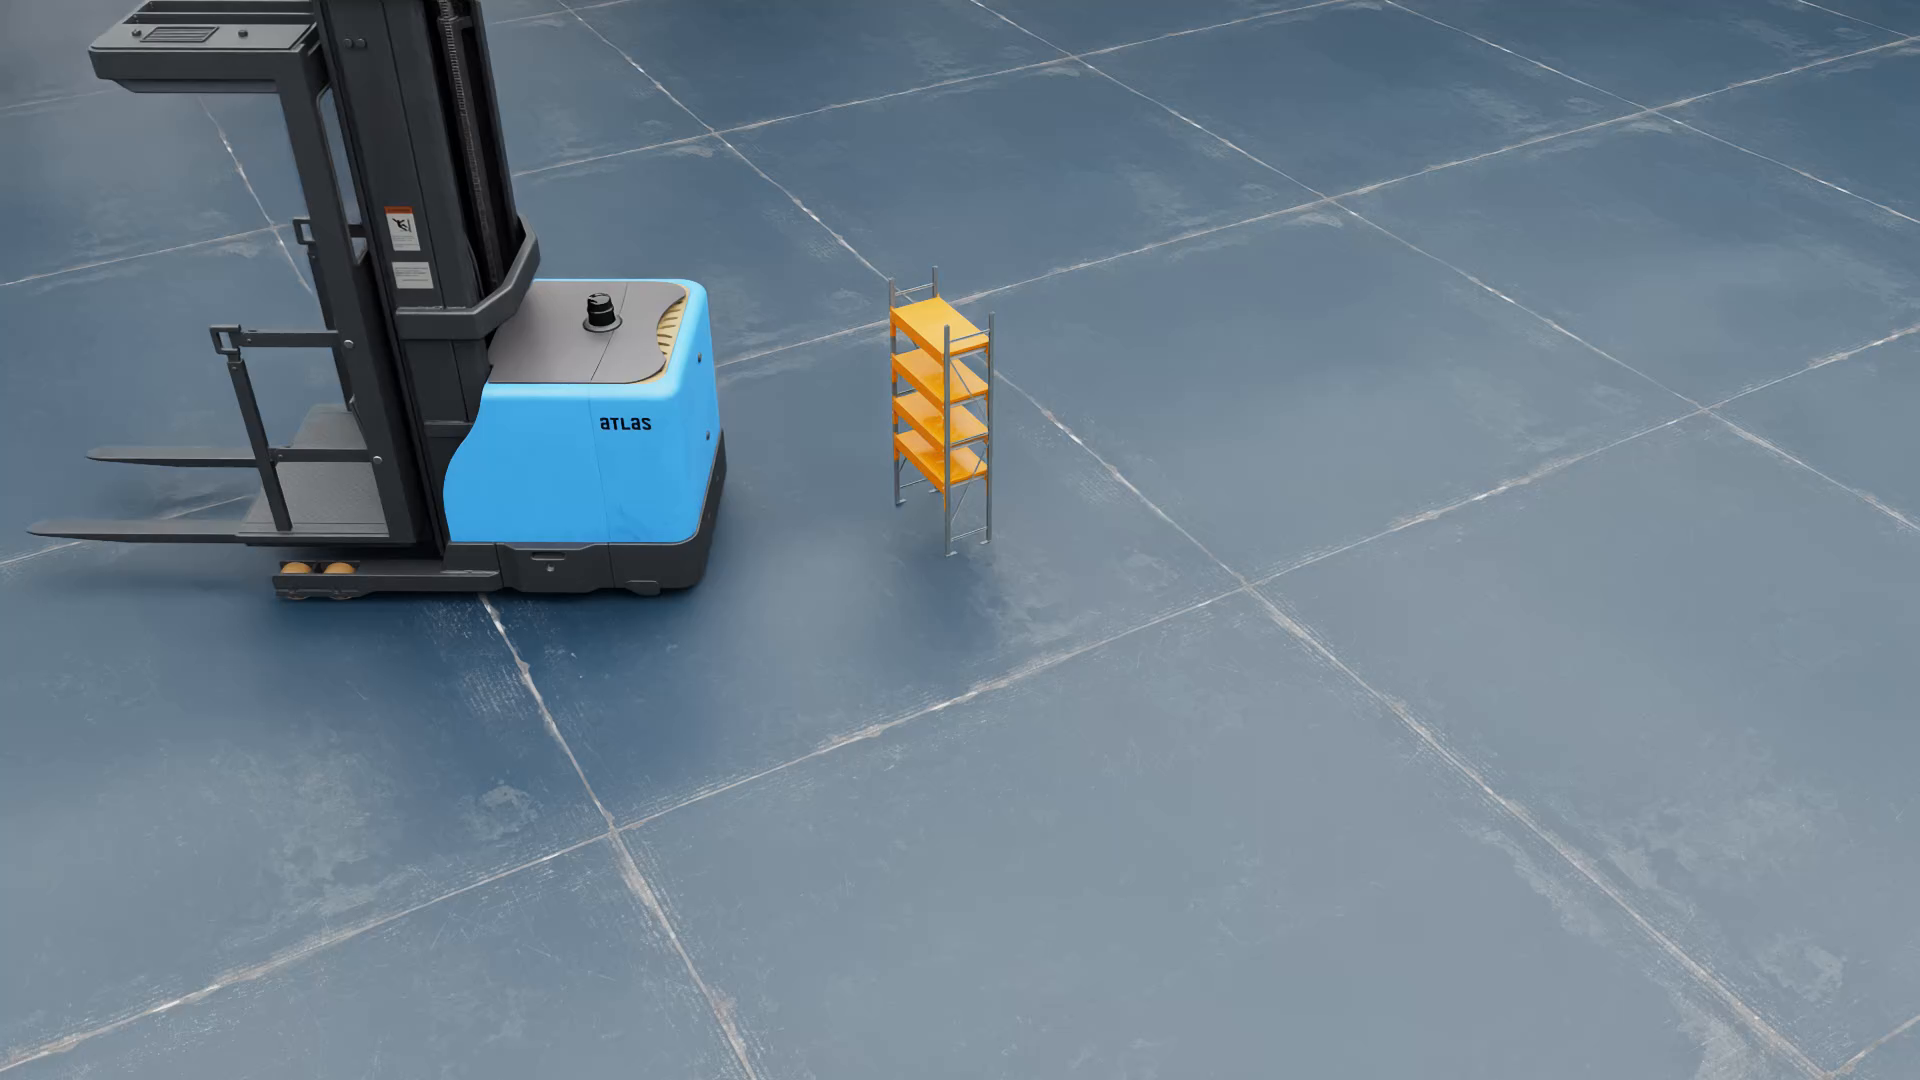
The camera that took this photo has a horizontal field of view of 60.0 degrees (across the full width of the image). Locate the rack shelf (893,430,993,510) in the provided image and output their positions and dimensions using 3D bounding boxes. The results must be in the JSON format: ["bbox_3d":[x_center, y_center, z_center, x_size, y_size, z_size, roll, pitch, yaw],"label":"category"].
[{"bbox_3d":[-0.083,-0.354,7.668,0.258,0.148,0.480,-19,40,-24],"label":"rack shelf"}]

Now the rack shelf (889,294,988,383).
[{"bbox_3d":[-0.083,-0.886,7.280,0.258,0.148,0.480,-19,40,-24],"label":"rack shelf"}]

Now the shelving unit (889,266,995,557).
[{"bbox_3d":[-0.083,-0.569,7.512,0.258,1.200,0.503,-19,40,-24],"label":"shelving unit"}]

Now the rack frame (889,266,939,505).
[{"bbox_3d":[-0.206,-0.693,7.682,0.240,1.200,0.015,-19,40,-24],"label":"rack frame"}]

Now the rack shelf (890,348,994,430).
[{"bbox_3d":[-0.083,-0.695,7.419,0.258,0.148,0.480,-19,40,-24],"label":"rack shelf"}]

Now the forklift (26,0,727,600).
[{"bbox_3d":[-2.654,-1.229,6.948,3.031,2.935,1.130,0,36,0],"label":"forklift"}]

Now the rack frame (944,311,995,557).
[{"bbox_3d":[0.039,-0.445,7.341,0.240,1.200,0.015,-19,40,-24],"label":"rack frame"}]

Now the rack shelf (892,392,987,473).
[{"bbox_3d":[-0.083,-0.515,7.551,0.258,0.148,0.480,-19,40,-24],"label":"rack shelf"}]
